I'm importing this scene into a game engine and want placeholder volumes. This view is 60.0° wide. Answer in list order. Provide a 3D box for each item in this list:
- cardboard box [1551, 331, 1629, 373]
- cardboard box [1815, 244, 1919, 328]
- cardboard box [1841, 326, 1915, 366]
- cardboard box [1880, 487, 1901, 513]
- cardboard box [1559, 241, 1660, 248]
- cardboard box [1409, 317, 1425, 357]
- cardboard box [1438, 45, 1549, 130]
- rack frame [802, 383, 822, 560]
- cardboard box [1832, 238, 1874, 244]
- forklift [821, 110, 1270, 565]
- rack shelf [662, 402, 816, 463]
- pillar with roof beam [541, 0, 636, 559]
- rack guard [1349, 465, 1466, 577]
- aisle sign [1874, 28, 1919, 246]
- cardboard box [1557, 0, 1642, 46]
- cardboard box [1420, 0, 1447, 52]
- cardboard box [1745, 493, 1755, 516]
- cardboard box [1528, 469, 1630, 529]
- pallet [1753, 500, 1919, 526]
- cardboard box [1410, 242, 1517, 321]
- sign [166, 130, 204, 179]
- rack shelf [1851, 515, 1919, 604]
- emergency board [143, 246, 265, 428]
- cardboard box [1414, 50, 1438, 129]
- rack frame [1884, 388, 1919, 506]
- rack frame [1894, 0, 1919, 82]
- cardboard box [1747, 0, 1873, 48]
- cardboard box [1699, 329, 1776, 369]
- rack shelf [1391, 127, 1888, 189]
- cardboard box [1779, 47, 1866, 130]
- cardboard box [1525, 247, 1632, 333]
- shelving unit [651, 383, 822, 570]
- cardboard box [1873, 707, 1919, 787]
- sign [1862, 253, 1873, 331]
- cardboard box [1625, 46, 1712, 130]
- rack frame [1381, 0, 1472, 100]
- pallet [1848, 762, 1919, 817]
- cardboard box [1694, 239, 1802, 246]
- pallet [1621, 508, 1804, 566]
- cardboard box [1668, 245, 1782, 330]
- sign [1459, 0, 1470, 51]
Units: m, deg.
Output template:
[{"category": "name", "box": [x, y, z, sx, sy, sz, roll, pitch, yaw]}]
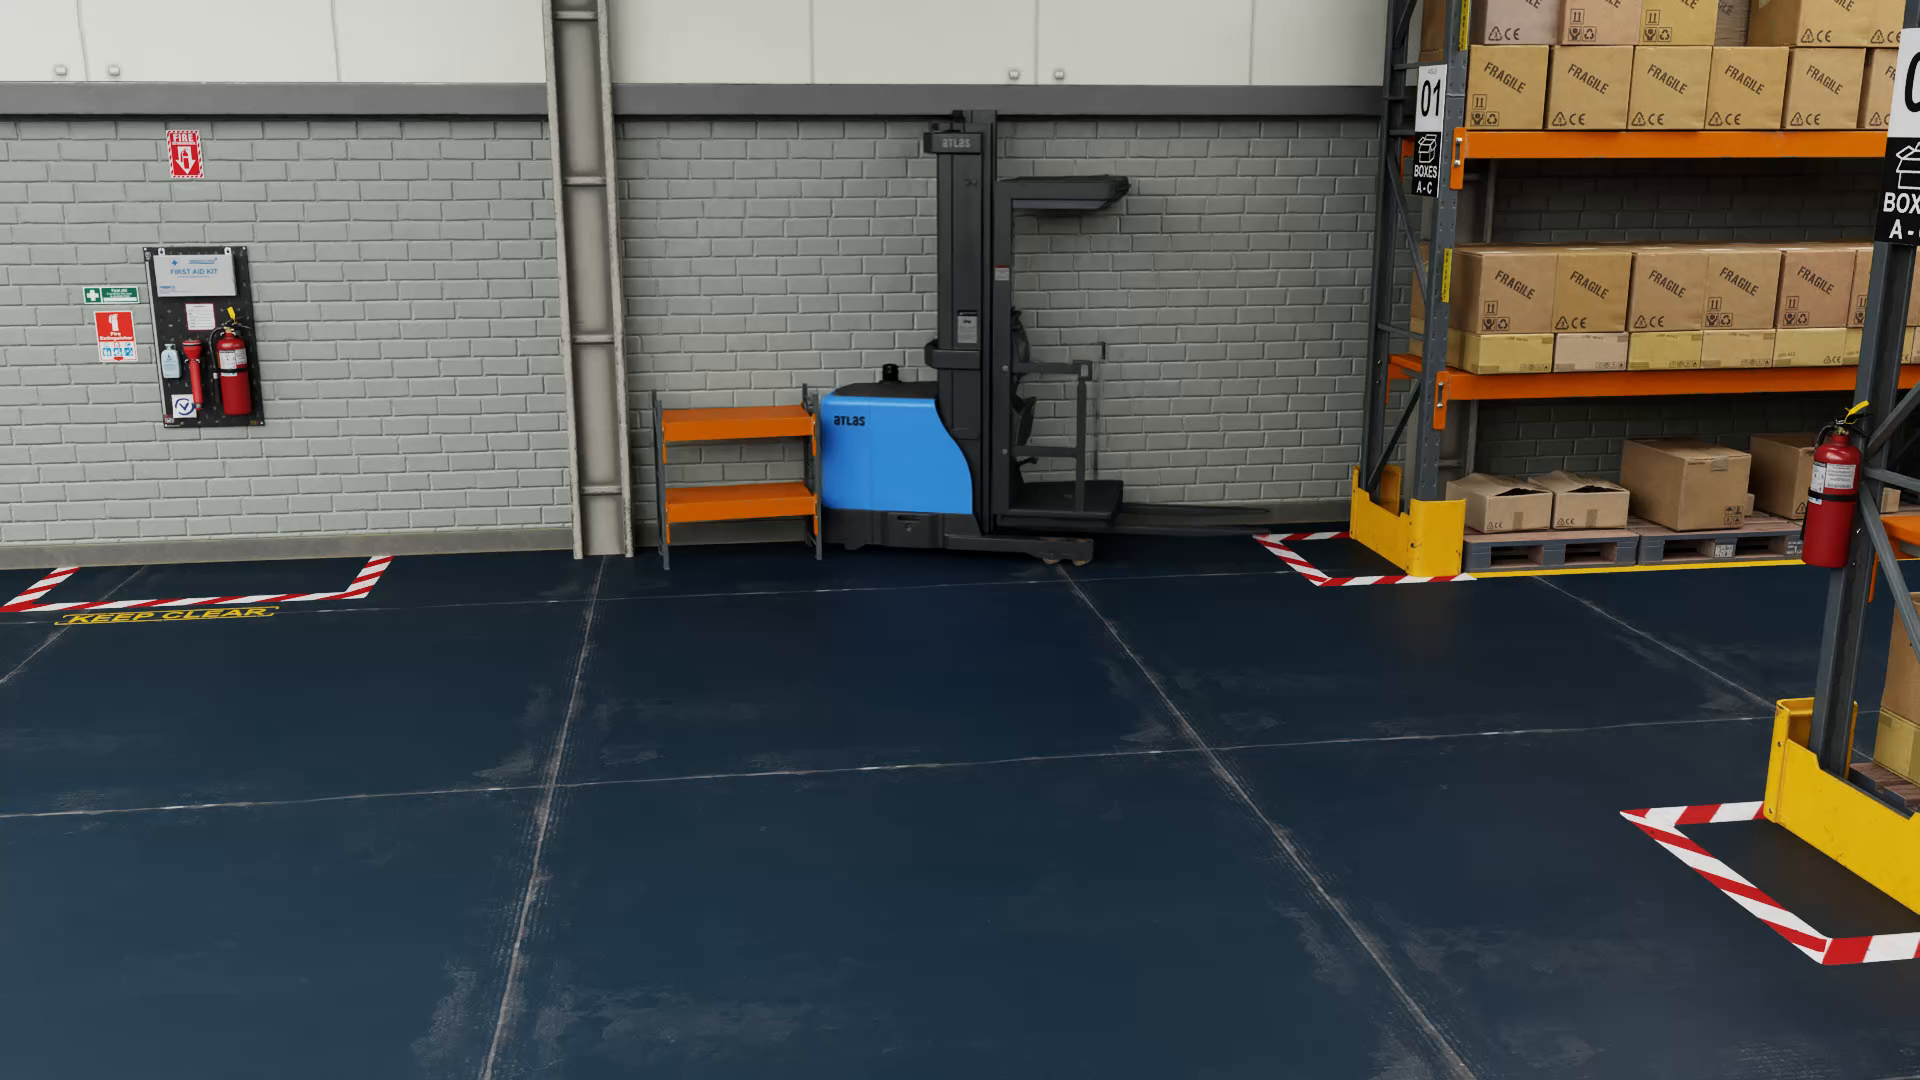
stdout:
[{"category": "cardboard box", "box": [3.982, -1.256, 10.829, 0.500, 0.250, 0.500, -3, 14, -10]}, {"category": "cardboard box", "box": [5.982, -1.690, 11.019, 0.500, 0.500, 0.500, -2, 14, -9]}, {"category": "cardboard box", "box": [5.979, -1.331, 11.129, 0.500, 0.250, 0.500, -2, 14, -8]}, {"category": "cardboard box", "box": [6.372, -0.313, 11.722, 0.250, 0.166, 0.380, -4, 15, -16]}, {"category": "cardboard box", "box": [4.385, -1.760, 11.298, 0.500, 0.500, 0.500, -2, 14, -10]}, {"category": "cardboard box", "box": [3.374, -1.356, 11.228, 0.500, 0.250, 0.500, -2, 14, -7]}, {"category": "cardboard box", "box": [3.309, -2.820, 10.388, 0.500, 0.500, 0.500, -2, 14, -7]}, {"category": "rack frame", "box": [-1.006, -0.469, 11.281, 0.032, 1.125, 0.500, -4, 15, -14]}, {"category": "cardboard box", "box": [6.400, -1.834, 11.594, 0.500, 0.500, 0.500, -2, 14, -10]}, {"category": "forklift", "box": [0.615, -1.396, 11.264, 3.031, 2.935, 1.130, 2, 14, 9]}, {"category": "rack shelf", "box": [-1.498, -0.723, 11.087, 1.000, 0.278, 0.538, -4, 15, -14]}, {"category": "pillar with roof beam", "box": [-1.787, -3.245, 6.164, 0.400, 9.000, 9.100, -2, 14, -8]}, {"category": "rack guard", "box": [3.016, -0.145, 11.274, 0.348, 0.500, 1.175, -2, 14, -8]}, {"category": "aisle sign", "box": [3.574, -1.493, 6.164, 0.004, 0.787, 0.394, -2, 14, -8]}, {"category": "cardboard box", "box": [3.862, -3.315, 10.304, 0.500, 0.500, 0.500, -2, 14, -9]}, {"category": "cardboard box", "box": [3.328, -3.432, 10.771, 0.500, 0.500, 0.500, -1, 14, -6]}, {"category": "cardboard box", "box": [5.312, -0.277, 11.618, 0.250, 0.149, 0.380, -3, 14, -13]}, {"category": "cardboard box", "box": [4.202, -0.288, 11.328, 0.500, 0.311, 0.500, -1, 14, -4]}, {"category": "pallet", "box": [6.237, -0.115, 11.745, 1.213, 0.211, 1.003, -2, 14, -8]}, {"category": "cardboard box", "box": [3.375, -1.724, 11.155, 0.500, 0.500, 0.500, -2, 14, -9]}, {"category": "sign", "box": [-4.901, -2.439, 10.515, 0.199, 0.298, 0.001, -2, 14, -8]}, {"category": "rack shelf", "box": [5.660, 0.113, 6.585, 4.000, 0.370, 1.077, -2, 14, -8]}, {"category": "emergency board", "box": [-4.878, -1.291, 10.702, 0.643, 1.169, 0.194, -2, 14, -8]}, {"category": "cardboard box", "box": [3.316, -2.944, 10.883, 0.500, 0.500, 0.500, -1, 14, -4]}, {"category": "rack frame", "box": [6.896, -1.500, 11.537, 0.127, 3.000, 1.000, -2, 14, -8]}, {"category": "rack frame", "box": [3.683, -3.074, 5.478, 0.127, 3.000, 1.000, -2, 14, -8]}, {"category": "cardboard box", "box": [5.386, -3.371, 10.528, 0.500, 0.500, 0.500, -3, 14, -10]}, {"category": "cardboard box", "box": [4.987, -1.290, 10.968, 0.500, 0.250, 0.500, -2, 14, -8]}, {"category": "rack shelf", "box": [4.919, -2.534, 10.970, 4.000, 0.370, 1.077, -2, 14, -8]}, {"category": "cardboard box", "box": [5.390, -2.891, 10.670, 0.500, 0.500, 0.500, -3, 14, -11]}, {"category": "cardboard box", "box": [3.948, -1.616, 10.726, 0.500, 0.500, 0.500, -2, 14, -8]}, {"category": "shelving unit", "box": [-1.498, -0.439, 11.158, 1.048, 1.125, 0.538, -4, 15, -14]}, {"category": "cardboard box", "box": [4.169, 0.876, 6.852, 0.500, 0.250, 0.500, -2, 14, -8]}, {"category": "sign", "box": [3.616, -0.971, 6.561, 0.005, 0.325, 0.100, -2, 14, -8]}, {"category": "cardboard box", "box": [4.358, -2.851, 10.510, 0.500, 0.500, 0.500, -1, 14, -6]}, {"category": "rack frame", "box": [2.941, -4.265, 10.229, 0.127, 3.000, 1.000, -2, 14, -8]}, {"category": "pallet", "box": [4.433, 1.151, 6.698, 1.213, 0.211, 1.003, -2, 14, -8]}, {"category": "cardboard box", "box": [5.395, -1.799, 11.456, 0.500, 0.500, 0.500, -2, 14, -7]}, {"category": "pallet", "box": [5.028, -0.070, 11.566, 1.213, 0.211, 1.003, -2, 14, -8]}, {"category": "cardboard box", "box": [4.969, -1.655, 10.881, 0.500, 0.500, 0.500, -2, 14, -7]}, {"category": "sign", "box": [3.022, -3.103, 9.967, 0.005, 0.325, 0.100, -2, 14, -8]}]
